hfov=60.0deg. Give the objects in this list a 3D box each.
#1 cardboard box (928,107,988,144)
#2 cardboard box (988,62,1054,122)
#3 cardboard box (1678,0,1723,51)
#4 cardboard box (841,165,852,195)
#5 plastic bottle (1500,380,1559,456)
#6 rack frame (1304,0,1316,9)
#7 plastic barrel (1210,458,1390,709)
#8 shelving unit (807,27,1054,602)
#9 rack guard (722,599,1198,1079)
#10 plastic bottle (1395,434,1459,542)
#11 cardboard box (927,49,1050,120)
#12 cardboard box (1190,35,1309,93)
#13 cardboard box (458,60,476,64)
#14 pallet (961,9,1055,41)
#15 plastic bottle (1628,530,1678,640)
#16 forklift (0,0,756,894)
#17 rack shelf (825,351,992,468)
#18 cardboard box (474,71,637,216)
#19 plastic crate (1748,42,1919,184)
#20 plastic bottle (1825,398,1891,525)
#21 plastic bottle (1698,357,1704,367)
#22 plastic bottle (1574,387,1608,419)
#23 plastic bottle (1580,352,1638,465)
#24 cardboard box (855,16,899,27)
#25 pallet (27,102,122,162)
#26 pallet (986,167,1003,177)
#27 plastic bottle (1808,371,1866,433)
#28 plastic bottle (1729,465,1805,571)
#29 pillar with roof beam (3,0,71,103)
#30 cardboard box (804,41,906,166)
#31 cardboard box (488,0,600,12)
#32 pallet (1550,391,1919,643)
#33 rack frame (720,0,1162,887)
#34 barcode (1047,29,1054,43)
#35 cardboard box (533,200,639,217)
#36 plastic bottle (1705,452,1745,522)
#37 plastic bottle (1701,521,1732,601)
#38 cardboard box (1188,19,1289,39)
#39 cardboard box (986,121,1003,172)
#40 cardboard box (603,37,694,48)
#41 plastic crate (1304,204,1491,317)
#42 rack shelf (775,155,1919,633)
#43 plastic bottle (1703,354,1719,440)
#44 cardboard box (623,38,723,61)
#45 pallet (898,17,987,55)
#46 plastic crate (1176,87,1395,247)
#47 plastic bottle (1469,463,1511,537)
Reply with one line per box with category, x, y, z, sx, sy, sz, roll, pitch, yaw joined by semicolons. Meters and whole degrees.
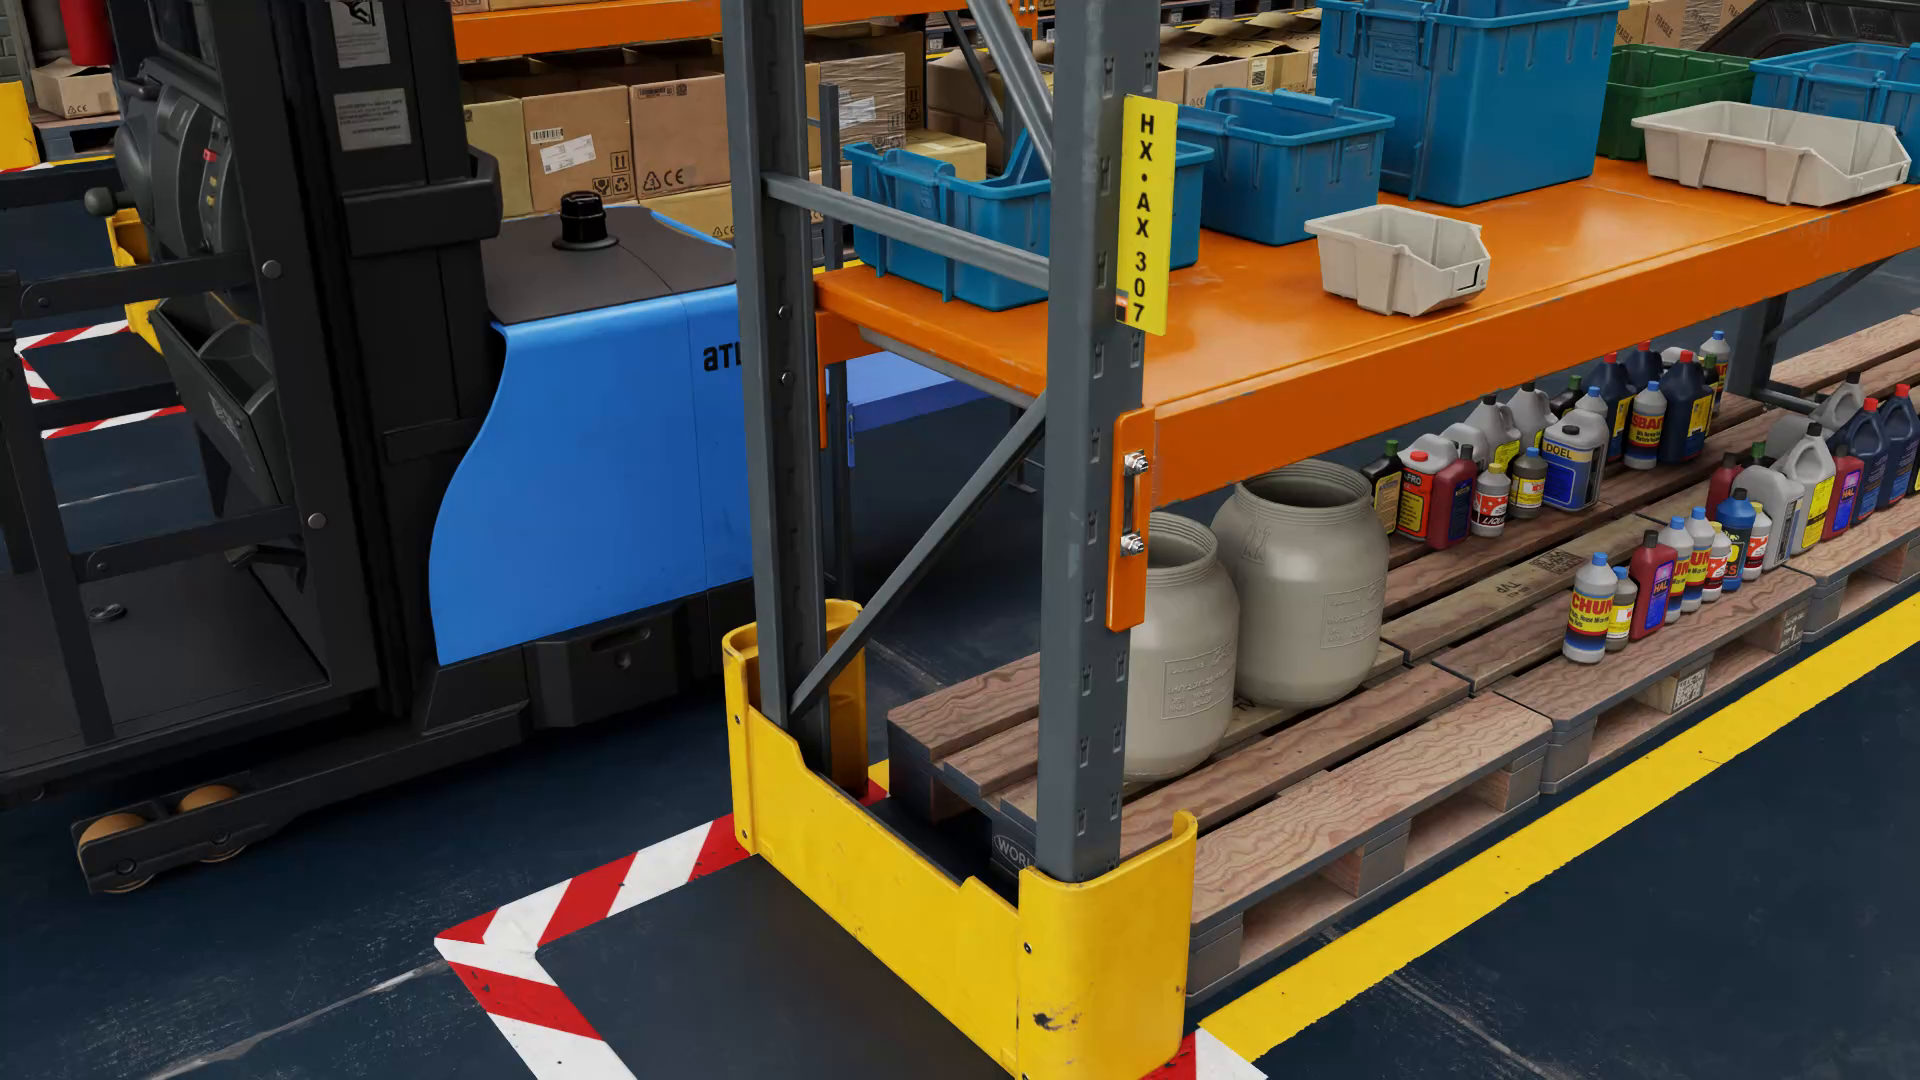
cardboard box;0.166;-2.340;9.495;0.500;0.250;0.500;-19;31;-35
cardboard box;0.497;-2.415;8.992;0.500;0.311;0.500;-18;30;-34
cardboard box;5.313;-3.858;12.445;0.500;0.500;0.500;-18;30;-33
cardboard box;-0.611;-1.816;8.368;0.500;0.250;0.500;-18;31;-34
plastic bottle;1.698;-0.317;4.994;0.185;0.351;0.144;-19;31;-34
rack frame;3.254;-6.911;16.577;0.127;3.000;1.000;-18;31;-34
plastic barrel;0.789;0.100;3.928;0.421;0.512;0.421;0;25;0
shelving unit;-0.067;-0.658;4.887;1.048;1.500;0.538;-18;31;-34
rack guard;-0.045;0.587;3.392;0.348;0.500;1.175;-18;31;-34
plastic bottle;1.314;-0.154;4.732;0.135;0.276;0.152;-18;30;-34
cardboard box;0.160;-2.590;9.370;0.500;0.311;0.500;-18;31;-34
cardboard box;1.706;-2.815;9.853;0.500;0.311;0.500;-17;30;-33
cardboard box;-3.833;-3.615;11.924;0.500;0.500;0.500;-21;32;-38
pallet;0.773;-4.787;15.313;1.213;0.211;1.003;-18;31;-34
plastic bottle;1.733;0.100;4.174;0.133;0.283;0.061;-18;30;-33
forklift;-1.874;-0.819;3.532;3.031;2.935;1.130;-16;30;-31
rack shelf;-0.067;-0.495;4.962;1.000;0.185;0.538;-18;31;-34
cardboard box;-1.792;-1.767;7.371;0.500;0.500;0.500;-18;31;-34
plastic crate;2.369;-1.106;4.246;0.616;0.251;0.499;-18;31;-34
plastic bottle;2.592;-0.236;4.819;0.185;0.351;0.144;-20;32;-37
plastic bottle;2.471;-0.517;5.602;0.097;0.201;0.097;0;25;0
plastic bottle;1.939;-0.341;5.140;0.097;0.271;0.097;0;25;0
plastic bottle;2.032;-0.427;5.232;0.185;0.351;0.144;-20;31;-36
cardboard box;-0.905;-4.638;14.127;0.500;0.500;0.700;-18;31;-34
pallet;-5.468;-2.748;10.920;1.213;0.211;1.003;-18;31;-34
pallet;0.574;-2.132;9.593;1.213;0.211;1.003;-18;31;-34
plastic bottle;2.654;-0.334;5.030;0.185;0.351;0.144;-18;31;-34
plastic bottle;2.207;-0.077;4.566;0.135;0.276;0.152;-18;30;-33
pillar with roof beam;-3.516;-5.557;6.534;0.400;9.000;9.100;-18;31;-34
cardboard box;-0.612;-2.157;8.211;0.500;0.500;0.500;-18;31;-34
cardboard box;-1.950;-2.581;7.129;0.500;0.500;0.700;-18;30;-34
pallet;2.518;-0.125;5.269;1.213;0.211;1.003;-18;31;-34
rack frame;-0.076;-0.512;2.789;0.127;3.000;1.000;-18;31;-34
barcode;0.476;-2.622;8.643;0.075;0.075;0.001;-18;31;-34
cardboard box;-1.785;-1.423;7.521;0.500;0.250;0.500;-18;31;-34
plastic bottle;2.141;-0.116;4.640;0.133;0.283;0.061;-18;31;-34
plastic bottle;1.970;0.050;4.381;0.097;0.201;0.097;0;25;0
cardboard box;1.762;-3.120;10.510;0.500;0.311;0.500;-19;31;-35
cardboard box;0.489;-2.159;9.105;0.500;0.250;0.500;-19;31;-35
cardboard box;-2.472;-4.095;12.957;0.500;0.500;0.700;-17;30;-32
plastic crate;0.827;-0.518;3.116;0.250;0.136;0.298;-18;31;-34
rack shelf;1.498;-0.705;4.060;4.000;0.370;1.077;-18;31;-34
plastic bottle;2.379;-0.452;5.366;0.133;0.283;0.061;-18;31;-34
cardboard box;-1.327;-2.199;8.302;0.500;0.500;0.500;-18;31;-34
pallet;-0.510;-4.404;14.489;1.213;0.211;1.003;-18;31;-34
plastic crate;0.648;-0.840;3.674;0.408;0.251;0.499;-18;31;-34
plastic bottle;1.515;-0.120;4.747;0.097;0.201;0.097;0;25;0
